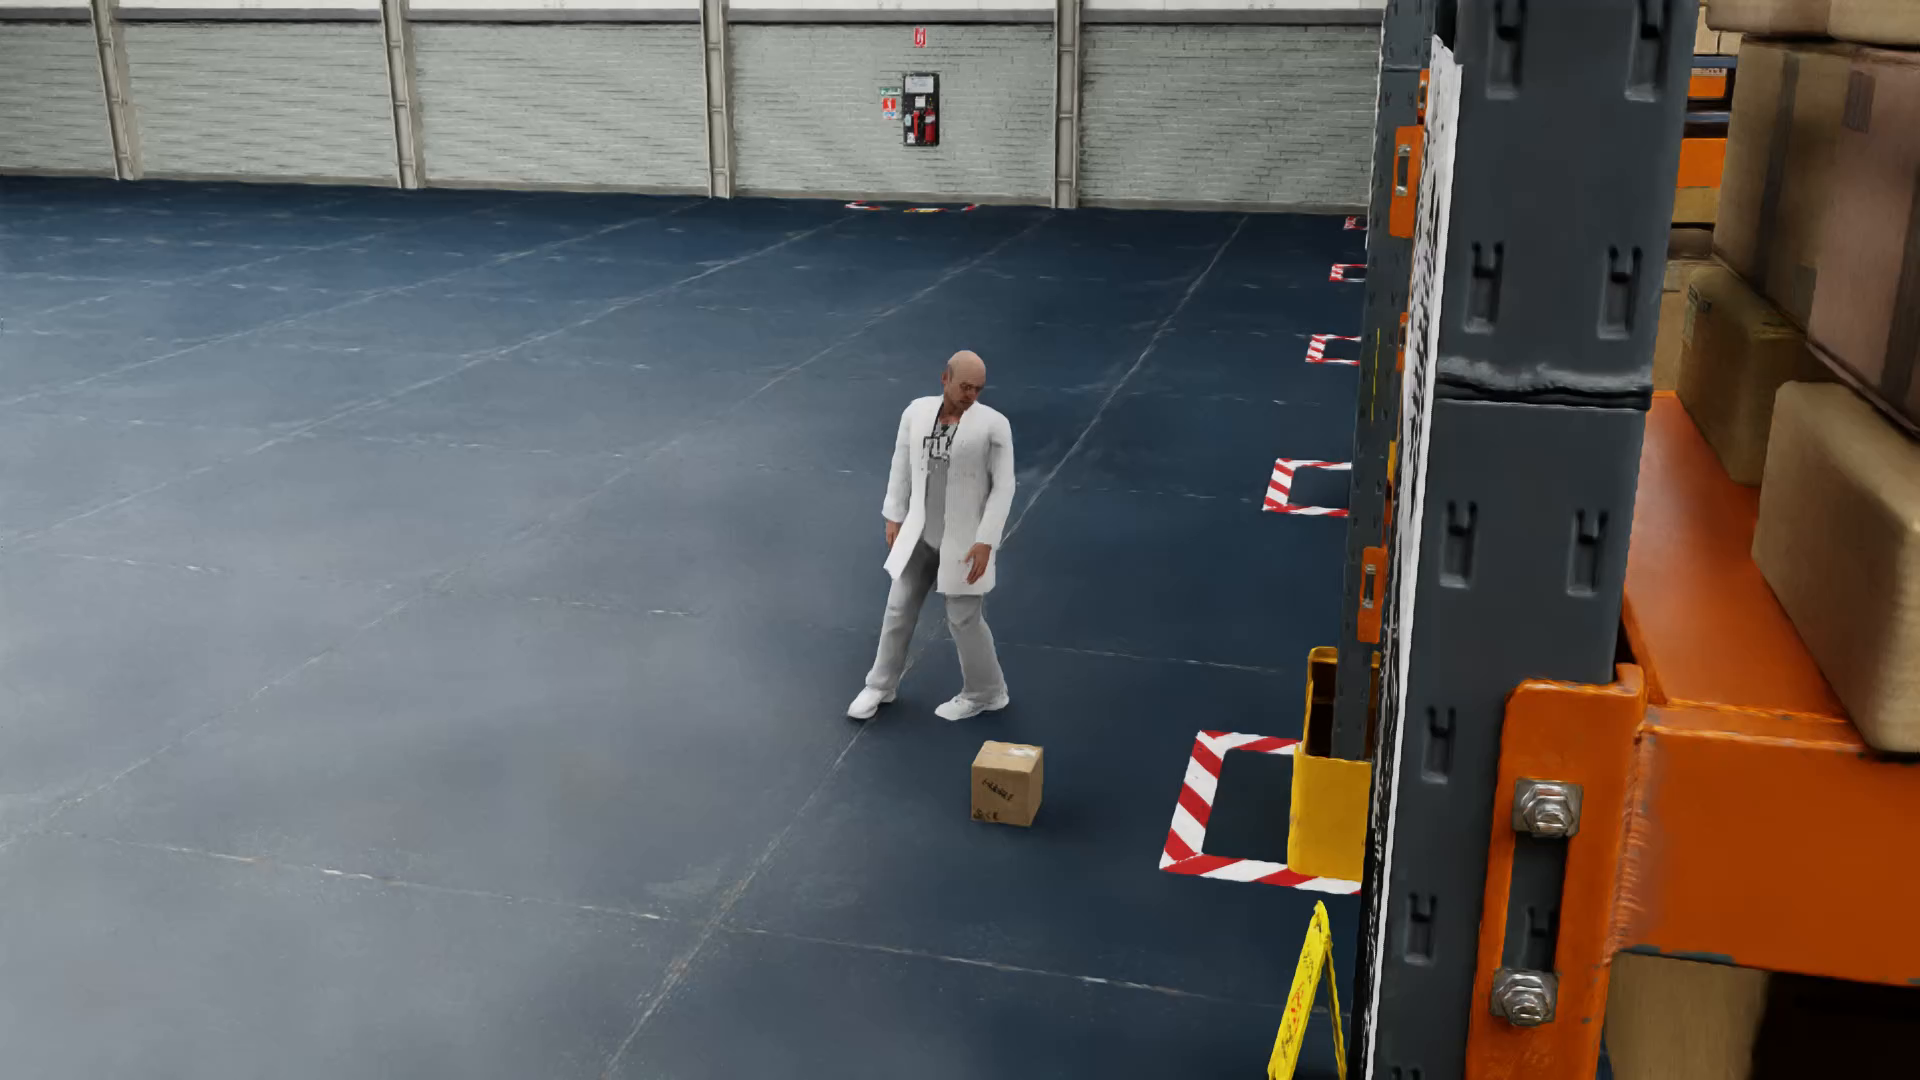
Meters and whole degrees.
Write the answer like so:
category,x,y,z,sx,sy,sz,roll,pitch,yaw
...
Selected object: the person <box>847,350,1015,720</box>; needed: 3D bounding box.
category,x,y,z,sx,sy,sz,roll,pitch,yaw
person,-0.122,0.008,7.613,0.687,1.777,0.612,11,21,30
